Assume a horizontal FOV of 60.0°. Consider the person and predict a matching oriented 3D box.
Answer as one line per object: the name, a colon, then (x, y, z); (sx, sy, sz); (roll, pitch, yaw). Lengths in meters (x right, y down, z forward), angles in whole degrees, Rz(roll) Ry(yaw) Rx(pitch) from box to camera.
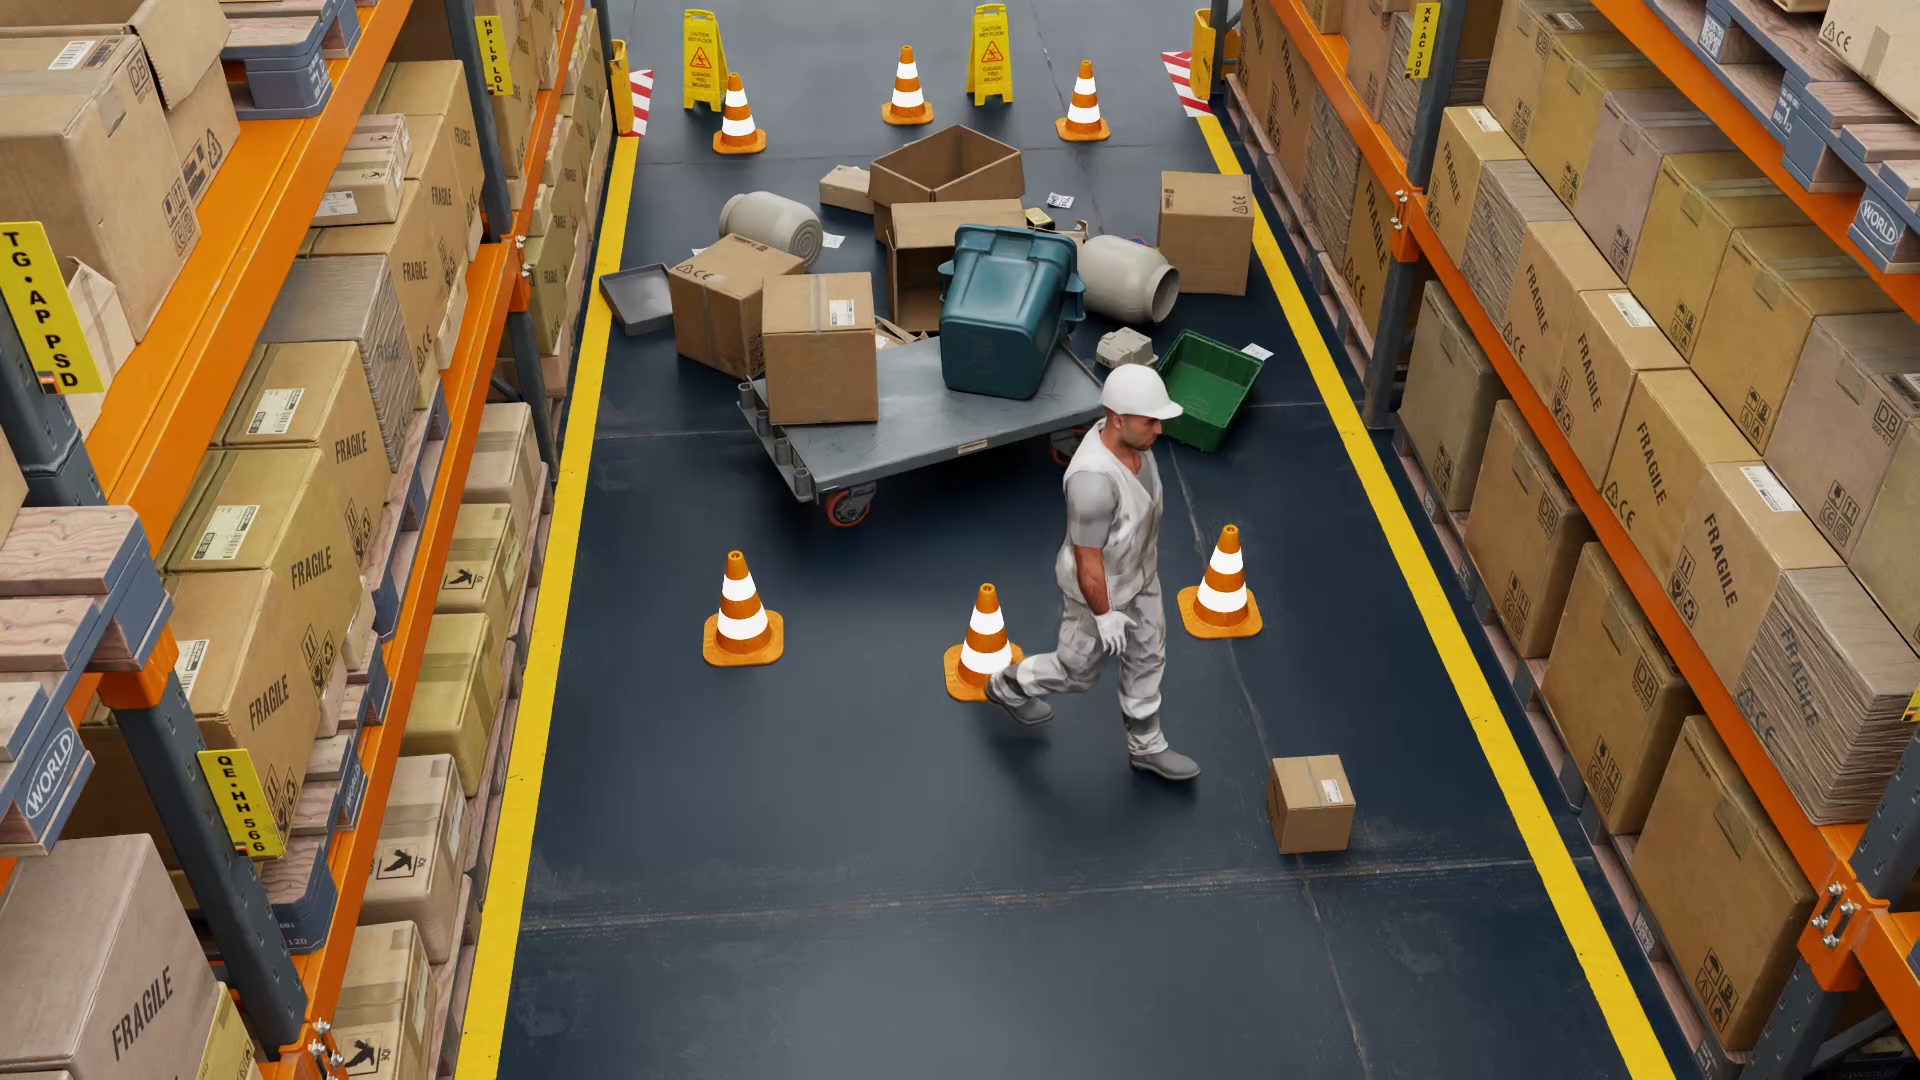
person: (0.512, 0.135, 5.979); (0.897, 1.772, 0.560); (22, 44, 25)
